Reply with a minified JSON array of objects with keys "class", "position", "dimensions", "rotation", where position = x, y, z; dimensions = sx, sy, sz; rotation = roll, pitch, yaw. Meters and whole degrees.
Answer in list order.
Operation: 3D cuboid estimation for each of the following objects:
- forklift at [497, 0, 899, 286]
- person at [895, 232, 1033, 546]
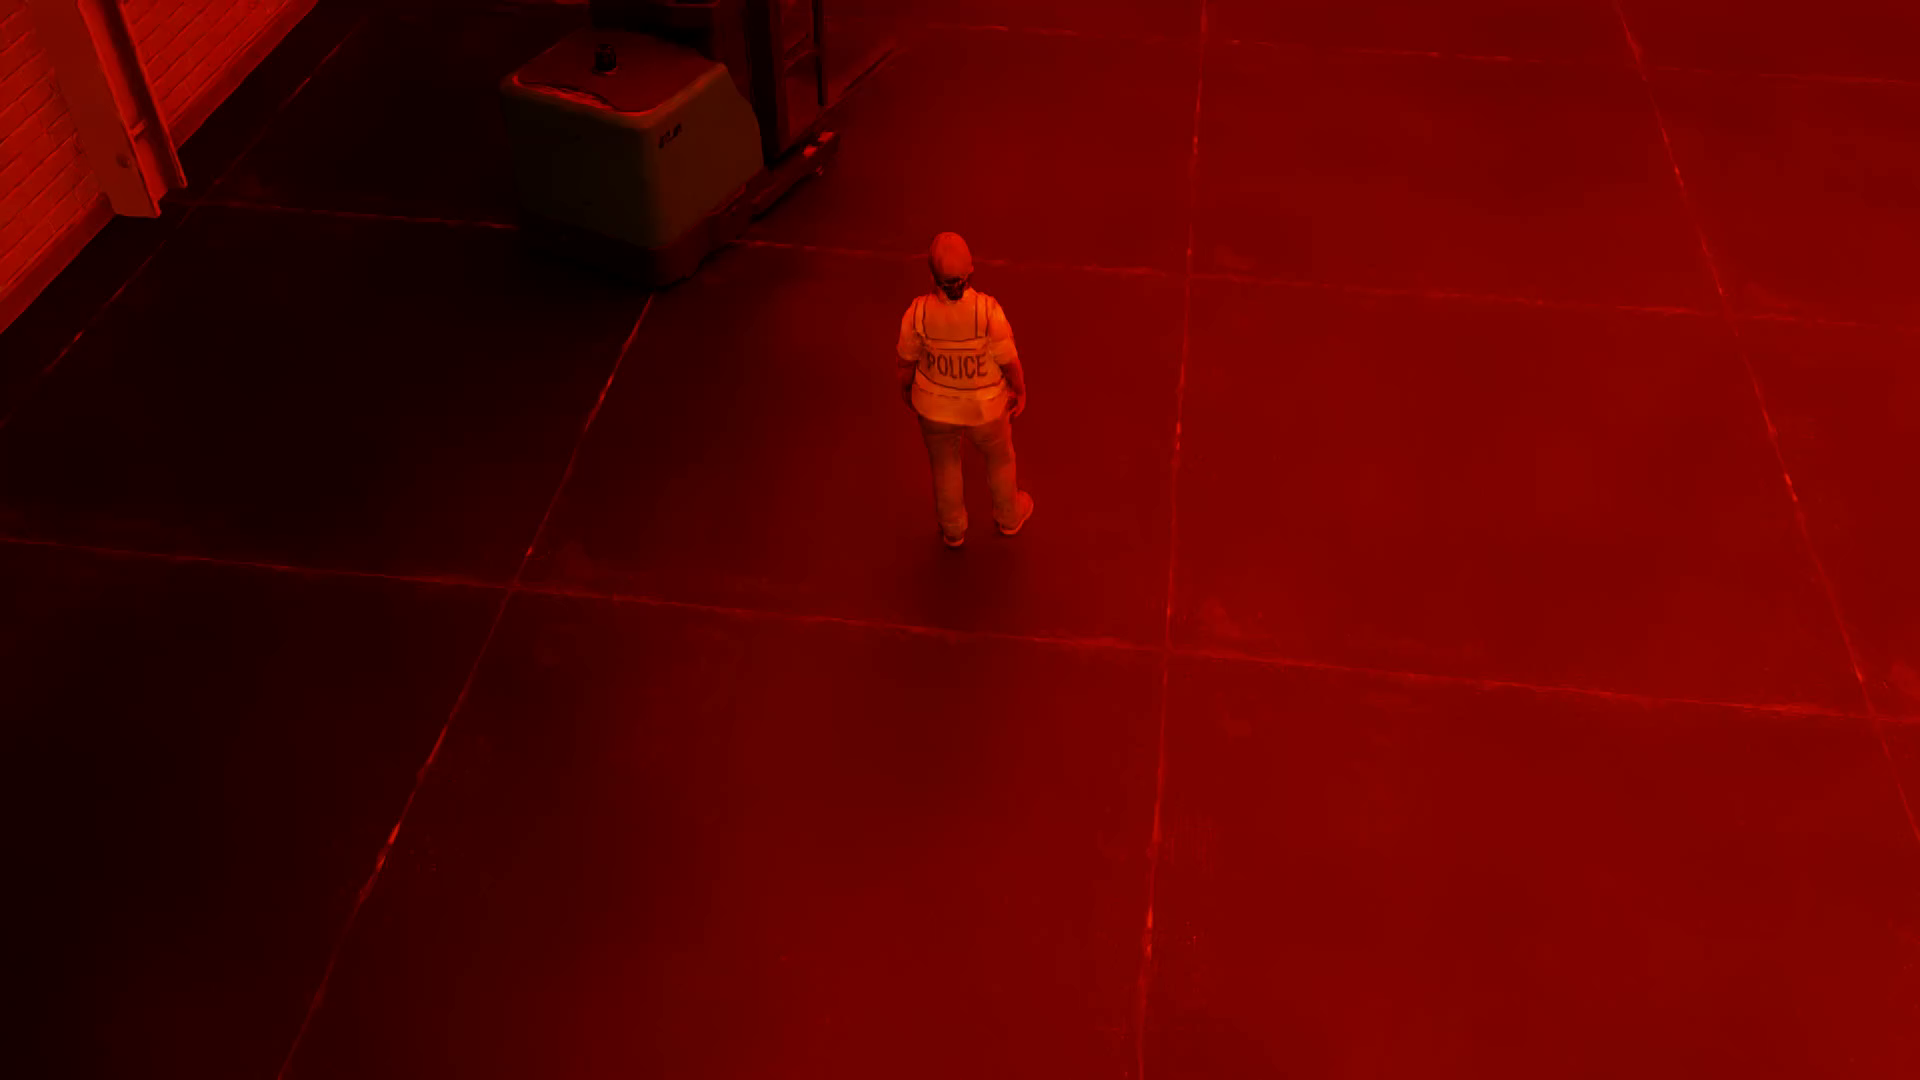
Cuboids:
[{"class":"forklift","position":[-1.405,-3.502,9.536],"dimensions":[1.130,2.935,3.031],"rotation":[19,46,20]},{"class":"person","position":[0.033,-0.668,7.376],"dimensions":[0.598,1.669,0.529],"rotation":[5,43,6]}]
